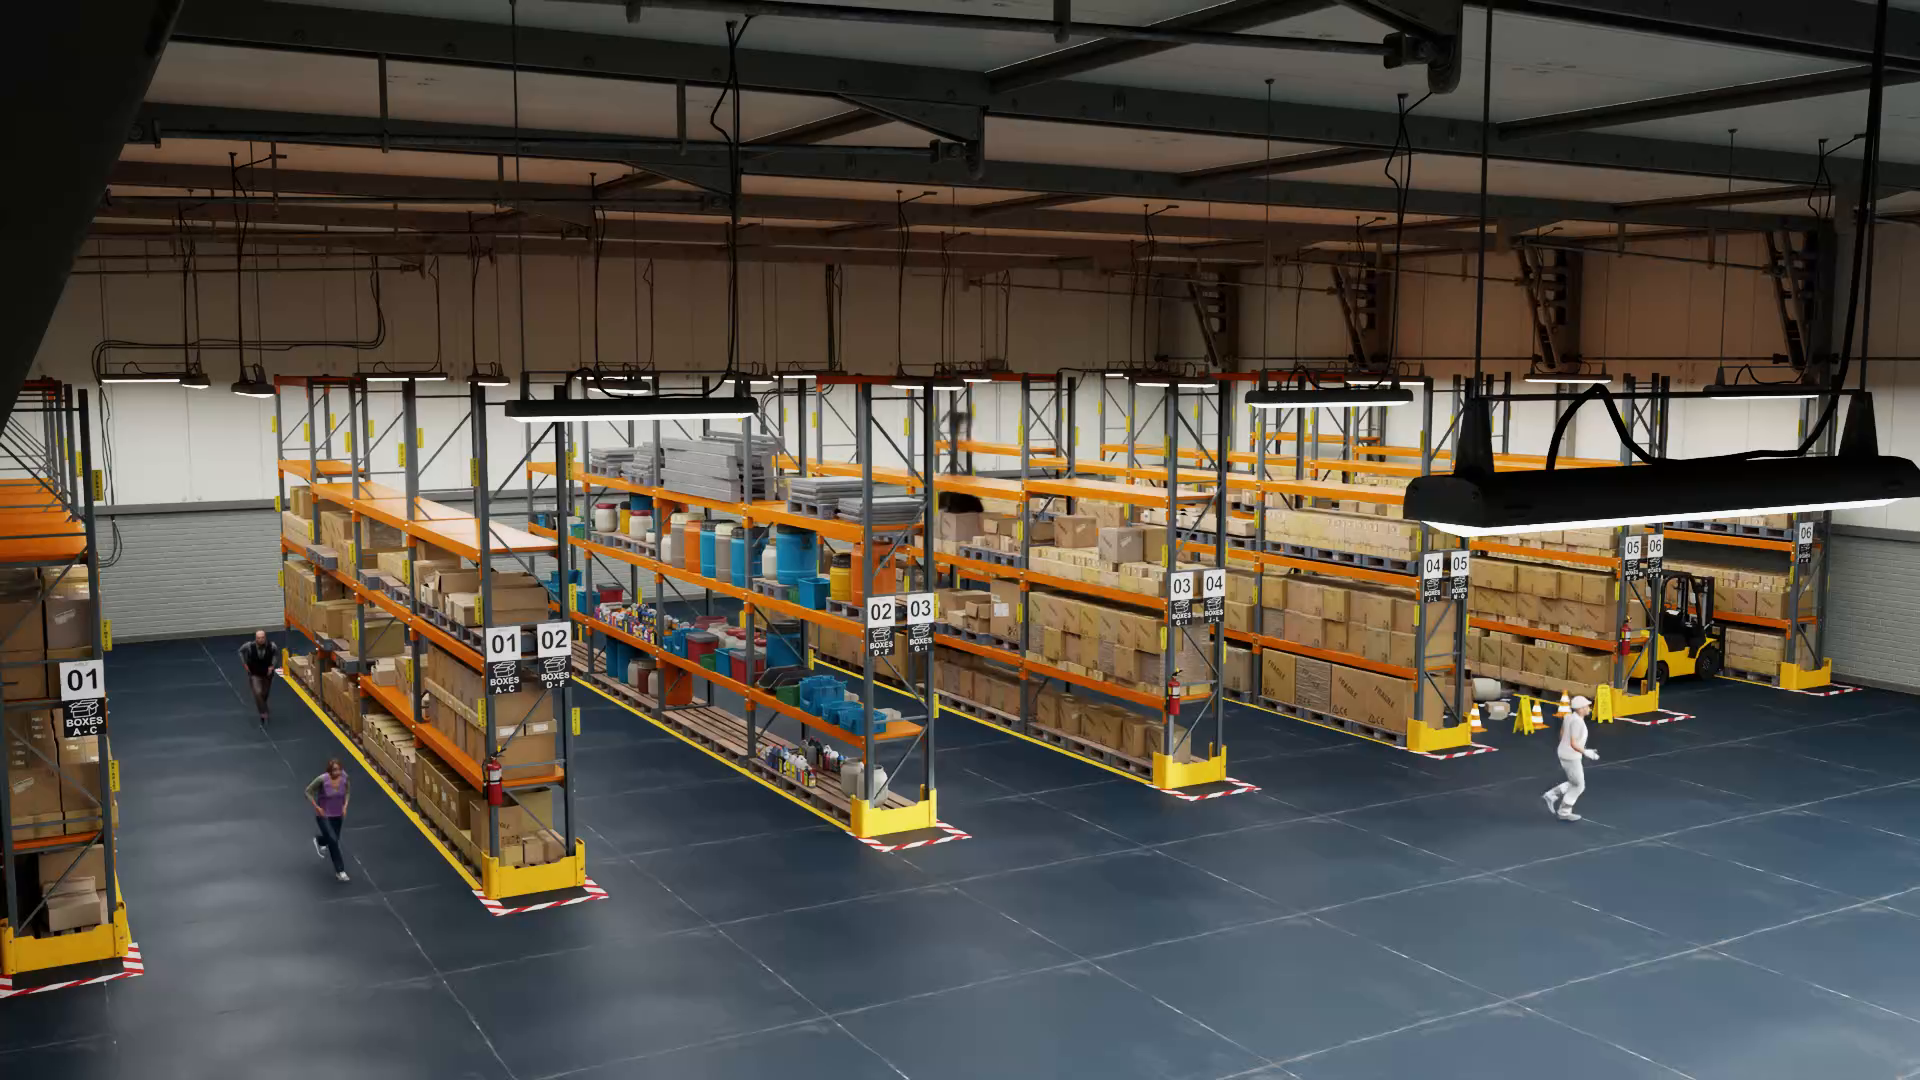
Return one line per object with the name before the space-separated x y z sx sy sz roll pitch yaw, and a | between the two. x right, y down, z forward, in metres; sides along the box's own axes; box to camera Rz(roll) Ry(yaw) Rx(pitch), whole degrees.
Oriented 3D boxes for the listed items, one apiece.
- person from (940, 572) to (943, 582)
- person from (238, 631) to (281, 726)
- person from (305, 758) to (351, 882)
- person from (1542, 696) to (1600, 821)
person | -0.608 0.952 41.925 0.619 1.611 0.712 -2 7 -18
person | -12.207 2.362 29.016 0.690 1.680 1.000 -3 7 -24
person | -7.748 3.373 20.340 0.546 1.548 0.859 -5 8 -38
person | 8.353 2.978 22.746 0.685 1.726 0.674 1 6 12
